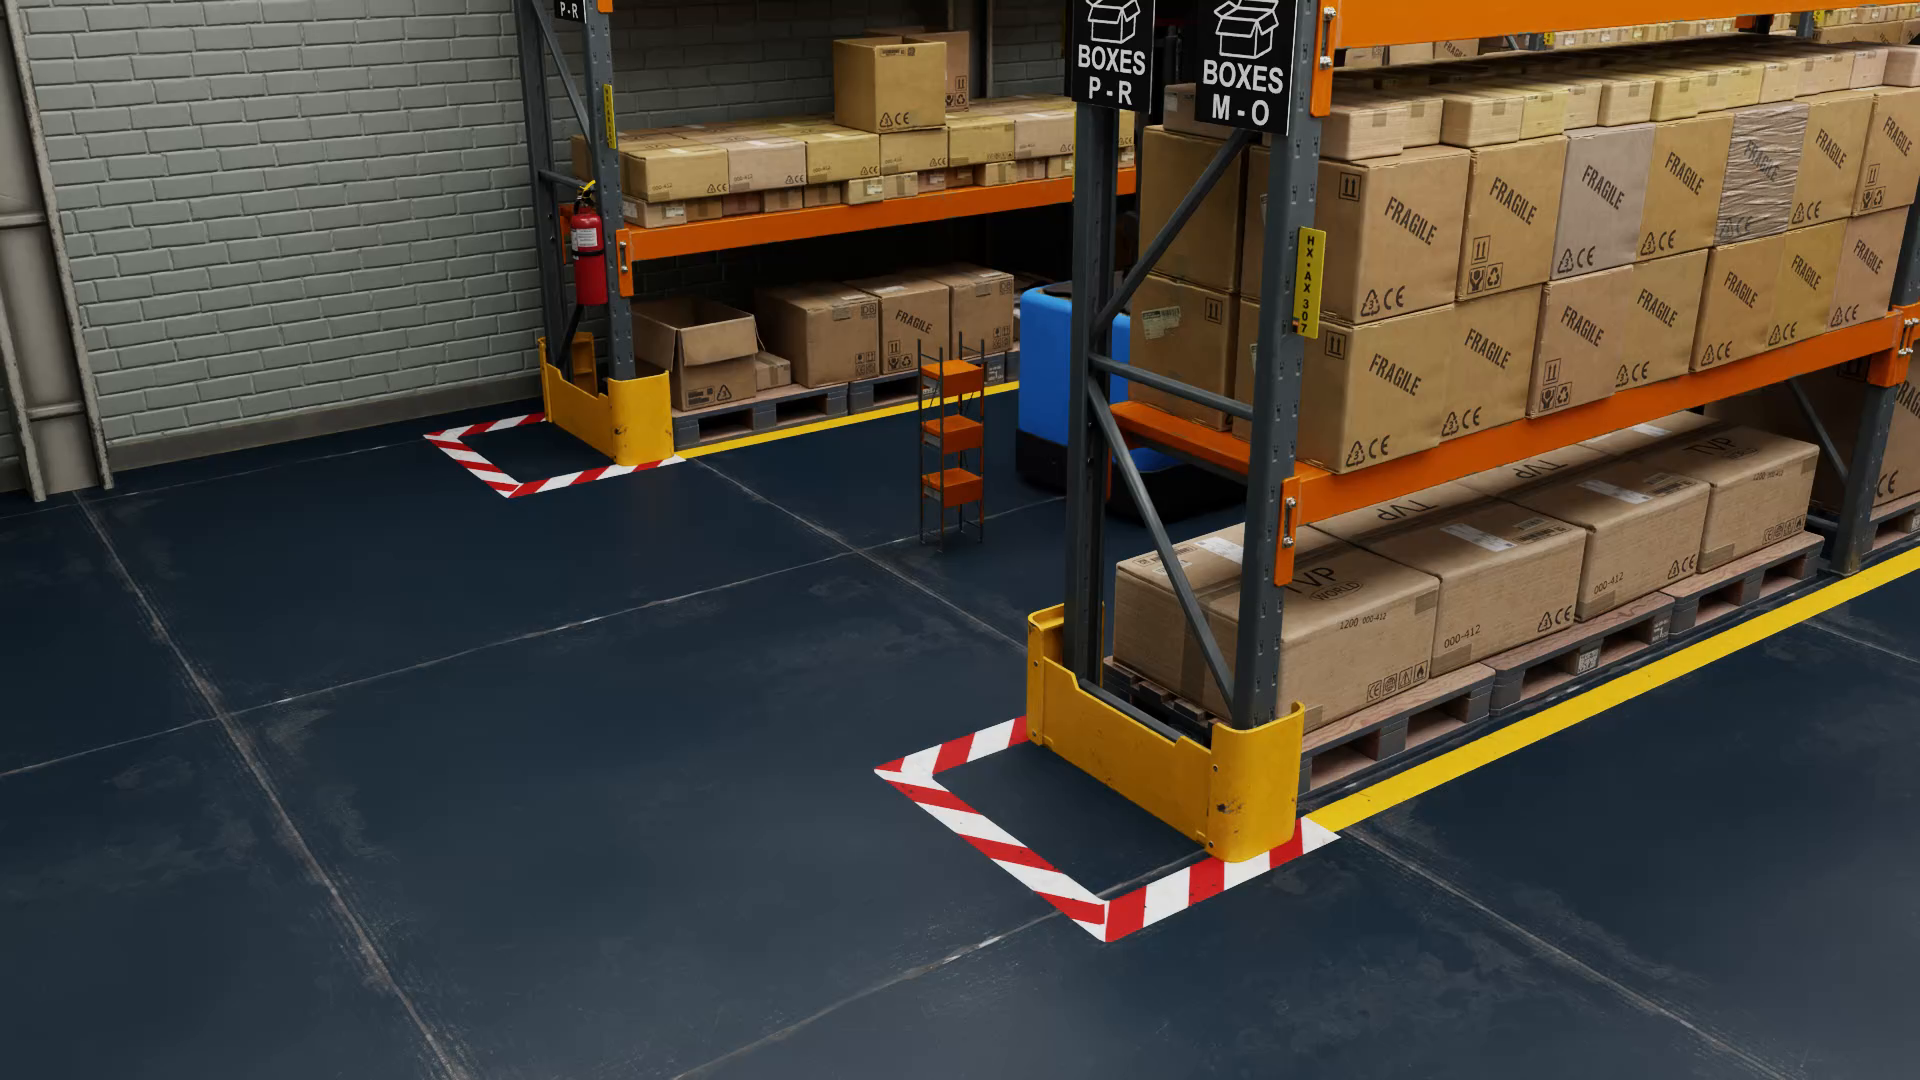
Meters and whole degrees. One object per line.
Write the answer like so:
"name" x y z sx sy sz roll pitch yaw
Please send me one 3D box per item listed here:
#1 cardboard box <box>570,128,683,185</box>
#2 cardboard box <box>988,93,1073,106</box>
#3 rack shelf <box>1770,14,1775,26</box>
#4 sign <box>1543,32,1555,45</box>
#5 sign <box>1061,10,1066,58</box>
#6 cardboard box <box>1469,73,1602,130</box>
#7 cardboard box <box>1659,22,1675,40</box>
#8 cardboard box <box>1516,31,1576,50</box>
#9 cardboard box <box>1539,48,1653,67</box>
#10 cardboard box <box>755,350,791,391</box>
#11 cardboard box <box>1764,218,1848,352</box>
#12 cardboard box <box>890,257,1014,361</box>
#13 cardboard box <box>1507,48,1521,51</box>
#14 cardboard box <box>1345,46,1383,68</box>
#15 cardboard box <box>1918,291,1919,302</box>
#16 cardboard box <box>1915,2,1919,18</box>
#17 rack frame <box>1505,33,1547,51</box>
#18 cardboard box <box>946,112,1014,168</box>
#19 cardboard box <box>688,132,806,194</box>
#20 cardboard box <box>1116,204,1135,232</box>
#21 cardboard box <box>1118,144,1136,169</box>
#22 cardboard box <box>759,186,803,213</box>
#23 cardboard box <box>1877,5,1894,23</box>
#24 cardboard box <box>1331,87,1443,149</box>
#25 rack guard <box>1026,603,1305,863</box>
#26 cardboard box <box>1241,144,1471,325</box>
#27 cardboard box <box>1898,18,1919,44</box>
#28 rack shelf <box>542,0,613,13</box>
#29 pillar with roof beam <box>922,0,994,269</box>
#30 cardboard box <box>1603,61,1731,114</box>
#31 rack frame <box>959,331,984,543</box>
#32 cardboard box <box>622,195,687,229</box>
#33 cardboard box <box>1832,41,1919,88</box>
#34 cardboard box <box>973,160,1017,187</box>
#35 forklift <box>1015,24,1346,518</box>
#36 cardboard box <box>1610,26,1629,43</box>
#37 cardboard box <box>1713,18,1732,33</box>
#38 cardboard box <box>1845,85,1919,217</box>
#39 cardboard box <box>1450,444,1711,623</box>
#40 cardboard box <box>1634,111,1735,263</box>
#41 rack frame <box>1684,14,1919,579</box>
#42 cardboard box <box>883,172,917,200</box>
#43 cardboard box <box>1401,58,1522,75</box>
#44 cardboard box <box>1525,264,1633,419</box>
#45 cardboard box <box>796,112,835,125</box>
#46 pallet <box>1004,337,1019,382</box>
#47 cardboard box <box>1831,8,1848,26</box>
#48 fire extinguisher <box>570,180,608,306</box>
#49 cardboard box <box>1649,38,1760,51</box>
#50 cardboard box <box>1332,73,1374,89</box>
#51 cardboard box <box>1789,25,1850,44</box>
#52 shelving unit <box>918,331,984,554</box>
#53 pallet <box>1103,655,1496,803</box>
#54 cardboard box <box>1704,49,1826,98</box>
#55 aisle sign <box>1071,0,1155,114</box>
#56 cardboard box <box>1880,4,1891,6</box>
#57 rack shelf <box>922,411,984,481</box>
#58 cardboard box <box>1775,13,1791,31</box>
"cardboard box" -1.951 -2.245 9.776 0.500 0.250 0.500 -14 26 -31
"cardboard box" 0.518 -2.905 11.431 0.500 0.250 0.500 -15 26 -33
"rack shelf" 5.603 -2.862 8.445 4.000 0.370 1.077 -15 26 -33
"sign" 4.649 -4.068 13.089 0.005 0.325 0.100 -15 26 -33
"sign" 0.750 -3.567 11.725 0.005 0.325 0.100 -15 26 -33
"cardboard box" 2.017 -1.545 5.862 0.250 0.149 0.380 -15 26 -32
"cardboard box" 5.951 -4.425 14.427 0.250 0.149 0.380 -15 26 -33
"cardboard box" 4.755 -4.057 13.505 0.250 0.149 0.380 -14 26 -31
"cardboard box" 2.564 -1.901 6.753 0.250 0.149 0.380 -15 26 -33
"cardboard box" -1.250 -1.052 10.266 0.250 0.149 0.380 -16 27 -35
"cardboard box" 3.338 -1.126 7.037 0.500 0.500 0.500 -16 27 -34
"cardboard box" -0.058 -1.533 10.997 0.500 0.500 0.700 -16 27 -35
"cardboard box" 4.842 -3.906 13.666 0.500 0.250 0.500 -15 26 -33
"cardboard box" 2.658 -3.424 12.227 0.500 0.500 0.700 -15 26 -33
"cardboard box" 4.491 -1.316 7.850 0.500 0.250 0.500 -16 27 -34
"cardboard box" 9.418 -5.337 16.713 0.250 0.149 0.380 -15 26 -33
"rack frame" 4.324 -3.729 13.693 0.127 3.000 1.000 -15 26 -33
"cardboard box" -0.004 -2.531 10.492 0.500 0.250 0.500 -15 26 -33
"cardboard box" -1.235 -2.192 9.643 0.500 0.250 0.500 -15 26 -32
"cardboard box" 1.208 -2.365 12.206 0.250 0.149 0.380 -16 27 -35
"cardboard box" 0.966 -2.601 11.206 0.250 0.149 0.380 -15 26 -32
"cardboard box" -1.129 -2.041 9.804 0.250 0.149 0.380 -14 26 -31
"cardboard box" 8.846 -5.141 16.222 0.250 0.149 0.380 -15 26 -33
"cardboard box" 1.353 -1.388 5.469 0.250 0.149 0.380 -14 26 -32
"rack guard" 0.713 0.662 6.064 0.348 0.500 1.175 -15 26 -33
"cardboard box" 1.288 -1.034 5.455 0.500 0.500 0.500 -16 27 -34
"cardboard box" 9.328 -4.988 16.715 0.500 0.500 0.500 -15 26 -32
"rack shelf" -0.546 -3.489 10.016 4.000 0.370 1.077 -15 26 -33
"pillar with roof beam" 2.500 -4.474 7.468 0.400 9.000 9.100 -15 26 -33
"cardboard box" 2.650 -1.705 6.262 0.250 0.149 0.380 -15 26 -33
"rack frame" 0.056 -0.502 8.239 0.008 1.050 0.200 -15 26 -33
"cardboard box" -1.742 -1.869 9.372 0.250 0.149 0.380 -15 26 -33
"cardboard box" 3.915 -2.020 7.052 0.250 0.149 0.380 -16 27 -34
"cardboard box" 0.151 -2.362 10.608 0.250 0.149 0.380 -15 26 -34
"forklift" 1.760 -1.905 9.216 3.031 2.935 1.130 -17 27 -37
"cardboard box" 5.370 -4.239 13.961 0.250 0.149 0.380 -15 26 -32
"cardboard box" 6.610 -4.568 14.787 0.250 0.149 0.380 -16 27 -34
"cardboard box" 3.758 -1.696 7.115 0.500 0.500 0.500 -15 26 -33
"cardboard box" 2.681 -0.078 7.434 0.875 0.438 0.875 -16 27 -34
"cardboard box" 2.521 -1.369 6.297 0.500 0.500 0.500 -15 26 -33
"rack frame" 3.979 -1.370 7.783 0.127 3.000 1.000 -15 26 -33
"cardboard box" -0.466 -2.196 10.191 0.250 0.149 0.380 -14 26 -32
"cardboard box" 1.911 -1.747 6.368 0.250 0.149 0.380 -14 26 -32
"cardboard box" 2.108 -0.791 6.196 0.500 0.500 0.500 -15 26 -33
"cardboard box" -0.703 -2.575 10.603 0.500 0.250 0.500 -15 26 -33
"pallet" 0.519 -1.419 11.668 1.213 0.211 1.003 -15 26 -33
"cardboard box" 8.193 -4.988 15.840 0.250 0.149 0.380 -14 26 -32
"fire extinguisher" -2.019 -1.617 9.009 0.183 0.674 0.296 -15 26 -33
"cardboard box" 3.190 -2.064 7.162 0.250 0.149 0.380 -15 26 -33
"cardboard box" 1.259 -1.598 5.994 0.250 0.149 0.380 -15 26 -33
"cardboard box" 8.084 -4.658 15.888 0.500 0.500 0.500 -16 27 -34
"shelving unit" -0.043 -0.476 8.173 0.252 1.050 0.215 -15 26 -33
"pallet" 1.336 0.594 6.623 1.213 0.211 1.003 -15 26 -33
"cardboard box" 3.235 -1.884 6.712 0.250 0.149 0.380 -15 26 -33
"aisle sign" 0.493 -1.790 5.326 0.004 0.787 0.394 -15 26 -33
"cardboard box" 8.829 -5.291 16.196 0.250 0.149 0.380 -15 26 -34
"rack shelf" -0.043 -0.466 8.177 0.240 0.259 0.215 -15 26 -33
"cardboard box" 7.424 -4.801 15.371 0.250 0.149 0.380 -14 26 -31
